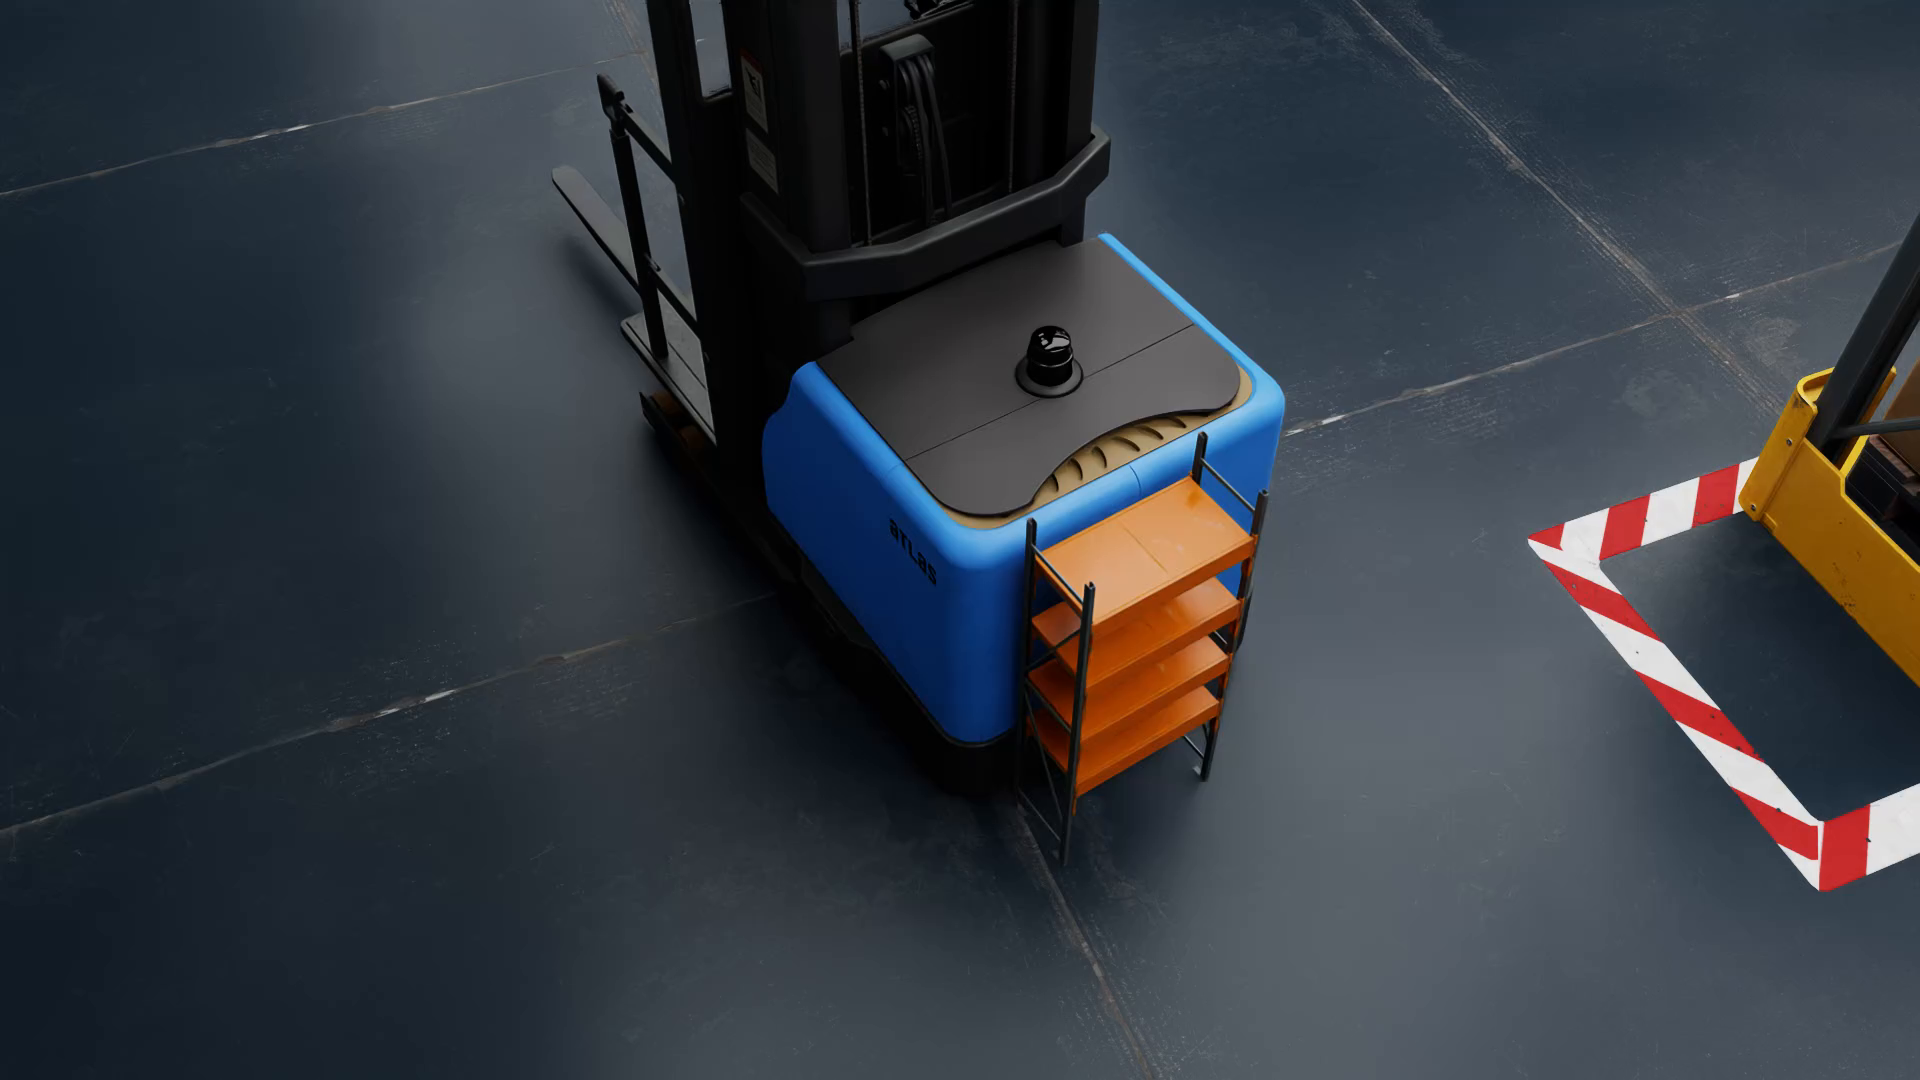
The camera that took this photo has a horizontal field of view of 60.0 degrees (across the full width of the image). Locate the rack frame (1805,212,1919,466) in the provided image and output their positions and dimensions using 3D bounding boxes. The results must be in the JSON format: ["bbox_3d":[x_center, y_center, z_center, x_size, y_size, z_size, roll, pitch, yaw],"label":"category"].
[{"bbox_3d":[2.797,-0.740,3.908,0.127,3.000,1.000,-17,52,-14],"label":"rack frame"}]

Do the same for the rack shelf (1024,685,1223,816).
[{"bbox_3d":[0.422,0.486,4.391,0.480,0.148,0.258,-27,55,-21],"label":"rack shelf"}]

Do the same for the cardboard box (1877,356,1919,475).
[{"bbox_3d":[3.207,-0.397,4.972,0.500,0.500,0.500,-17,52,-14],"label":"cardboard box"}]

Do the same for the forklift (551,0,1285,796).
[{"bbox_3d":[-0.394,-1.353,4.480,1.130,2.935,3.031,-27,54,-21],"label":"forklift"}]

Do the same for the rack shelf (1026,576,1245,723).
[{"bbox_3d":[0.423,0.212,4.070,0.480,0.148,0.258,-27,55,-21],"label":"rack shelf"}]

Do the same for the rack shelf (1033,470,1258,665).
[{"bbox_3d":[0.424,0.059,3.890,0.480,0.148,0.258,-27,55,-21],"label":"rack shelf"}]

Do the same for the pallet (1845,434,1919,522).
[{"bbox_3d":[3.605,-0.082,5.182,1.213,0.211,1.003,-17,52,-14],"label":"pallet"}]

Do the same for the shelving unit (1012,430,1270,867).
[{"bbox_3d":[0.423,0.314,4.189,0.503,1.200,0.258,-27,55,-21],"label":"shelving unit"}]

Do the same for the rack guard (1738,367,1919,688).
[{"bbox_3d":[2.867,0.053,4.875,0.348,0.500,1.175,-17,52,-14],"label":"rack guard"}]

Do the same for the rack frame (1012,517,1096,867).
[{"bbox_3d":[0.219,0.416,4.101,0.015,1.200,0.240,-27,55,-21],"label":"rack frame"}]

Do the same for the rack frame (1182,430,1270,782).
[{"bbox_3d":[0.627,0.212,4.276,0.015,1.200,0.240,-27,55,-21],"label":"rack frame"}]

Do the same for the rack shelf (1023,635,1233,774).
[{"bbox_3d":[0.423,0.358,4.240,0.480,0.148,0.258,-27,55,-21],"label":"rack shelf"}]
